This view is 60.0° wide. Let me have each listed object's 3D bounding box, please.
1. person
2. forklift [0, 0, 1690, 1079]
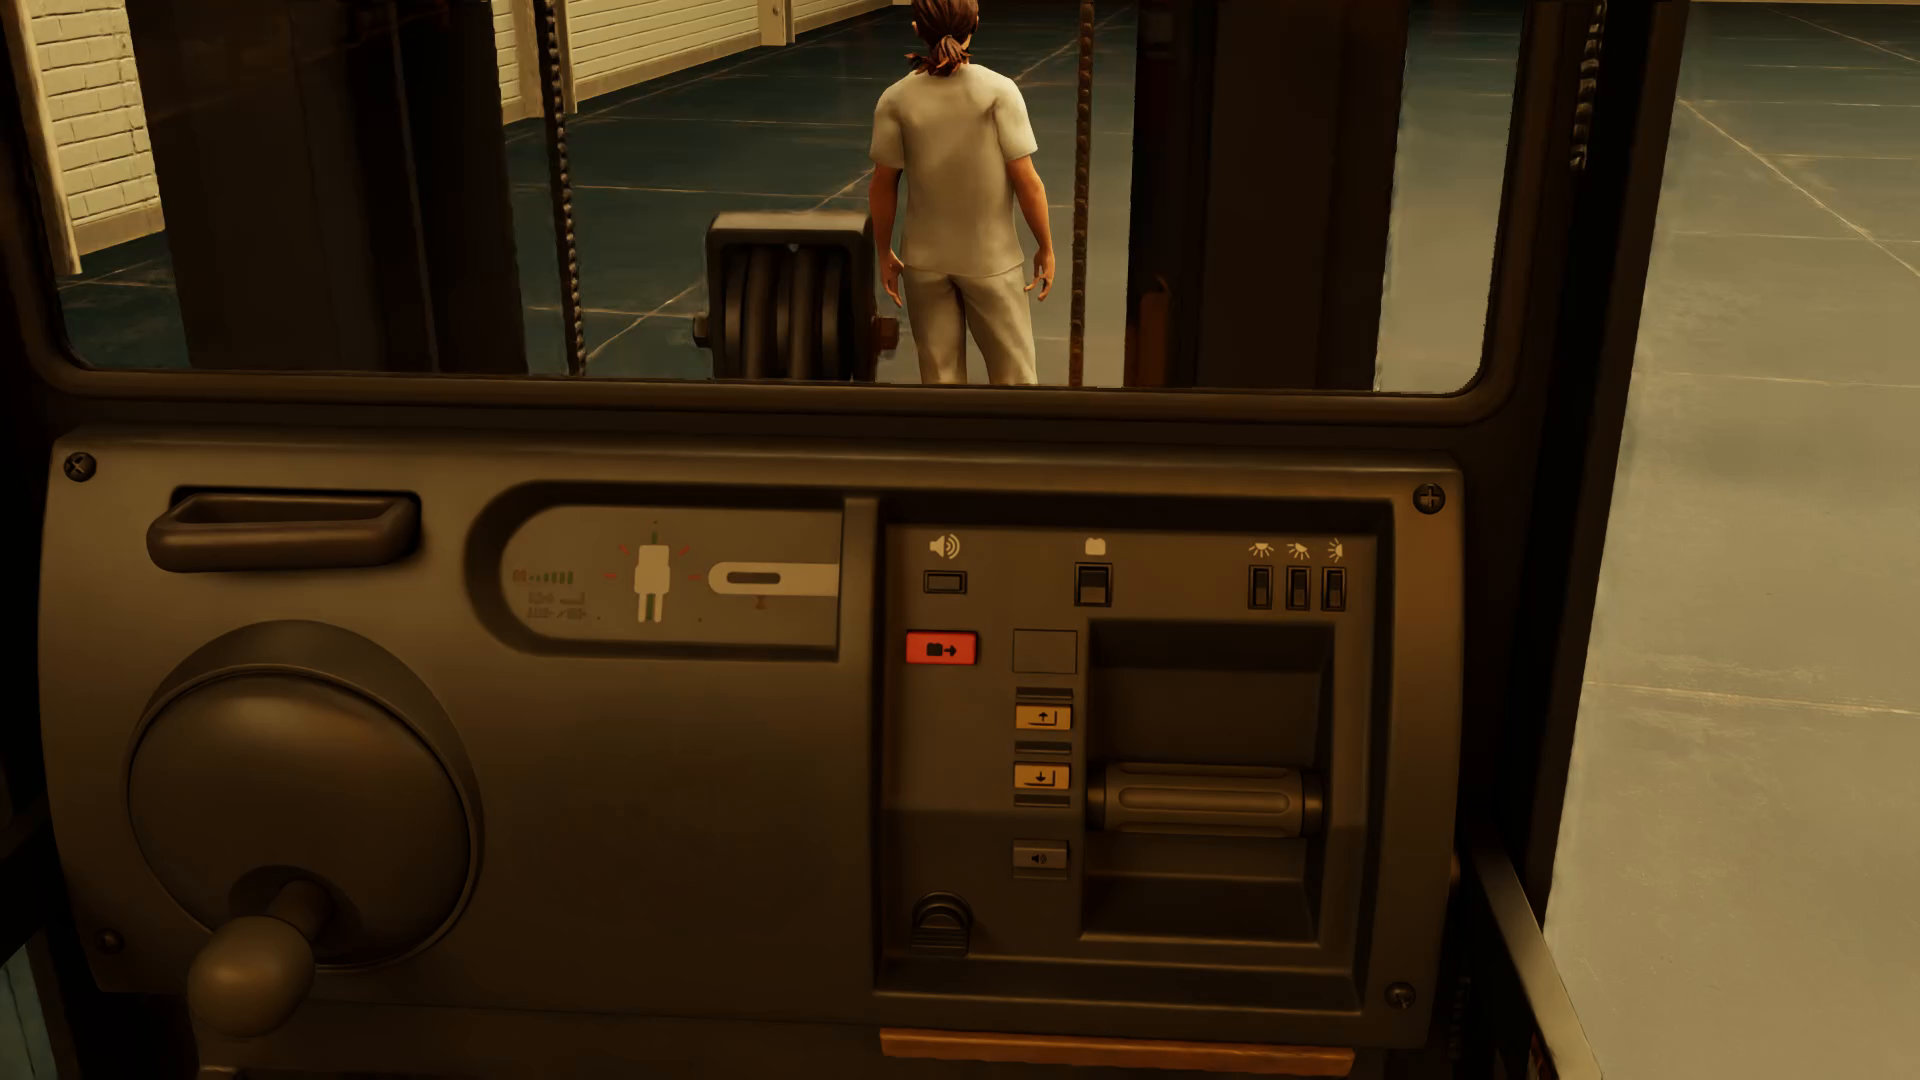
[{"bbox_3d":[0.029,-0.809,4.894,0.549,1.673,0.548,5,23,11],"label":"person"},{"bbox_3d":[-0.158,0.150,0.899,1.130,2.935,3.031,1,22,4],"label":"forklift"}]
